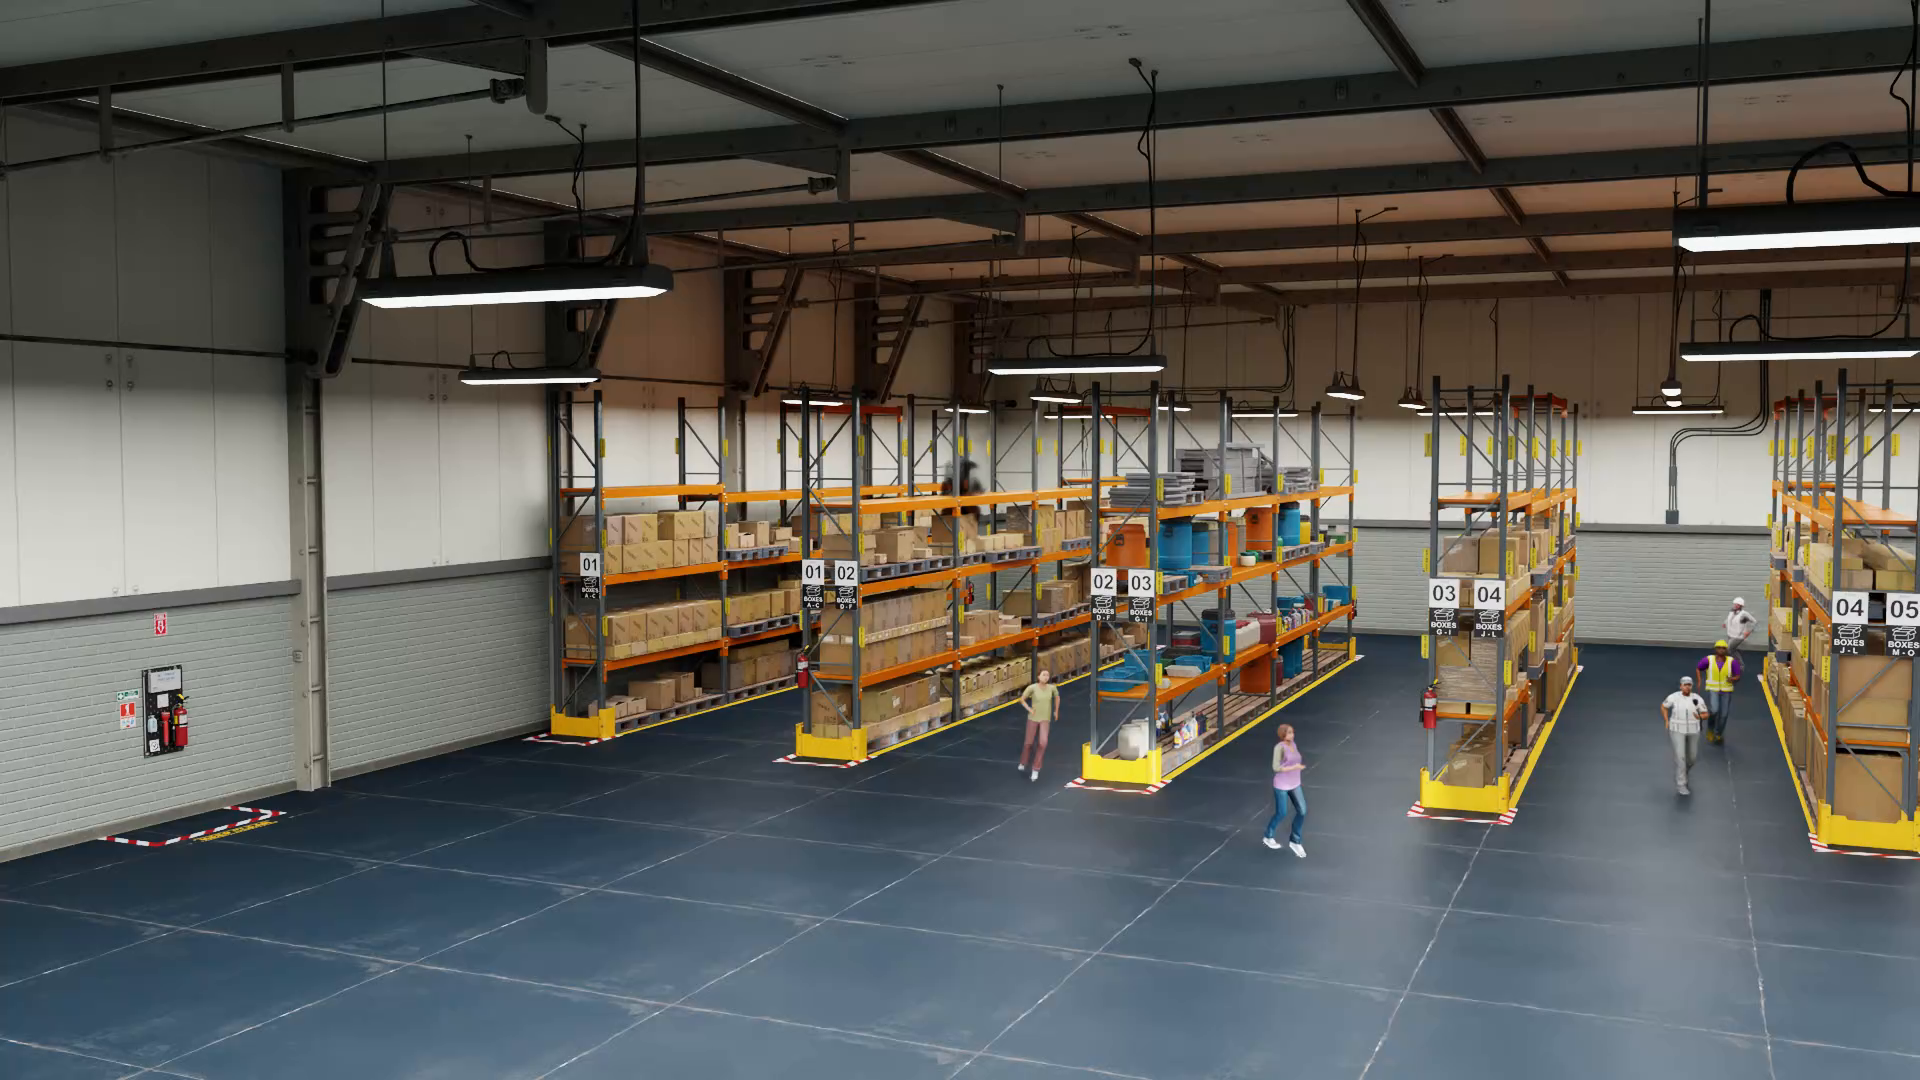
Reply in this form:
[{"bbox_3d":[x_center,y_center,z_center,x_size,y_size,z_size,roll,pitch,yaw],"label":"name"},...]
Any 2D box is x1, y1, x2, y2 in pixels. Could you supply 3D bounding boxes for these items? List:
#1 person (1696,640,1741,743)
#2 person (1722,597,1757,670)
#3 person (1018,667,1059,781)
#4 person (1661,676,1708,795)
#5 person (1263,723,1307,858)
[{"bbox_3d":[12.840,2.564,28.128,0.676,1.742,0.673,1,3,17],"label":"person"},{"bbox_3d":[17.235,2.114,36.897,0.724,1.701,0.789,0,3,-9],"label":"person"},{"bbox_3d":[1.218,2.779,25.373,0.643,1.688,0.760,0,3,-3],"label":"person"},{"bbox_3d":[10.577,2.811,24.257,0.605,1.653,0.943,1,3,11],"label":"person"},{"bbox_3d":[4.014,3.073,20.433,0.516,1.621,0.677,-2,4,-35],"label":"person"}]
